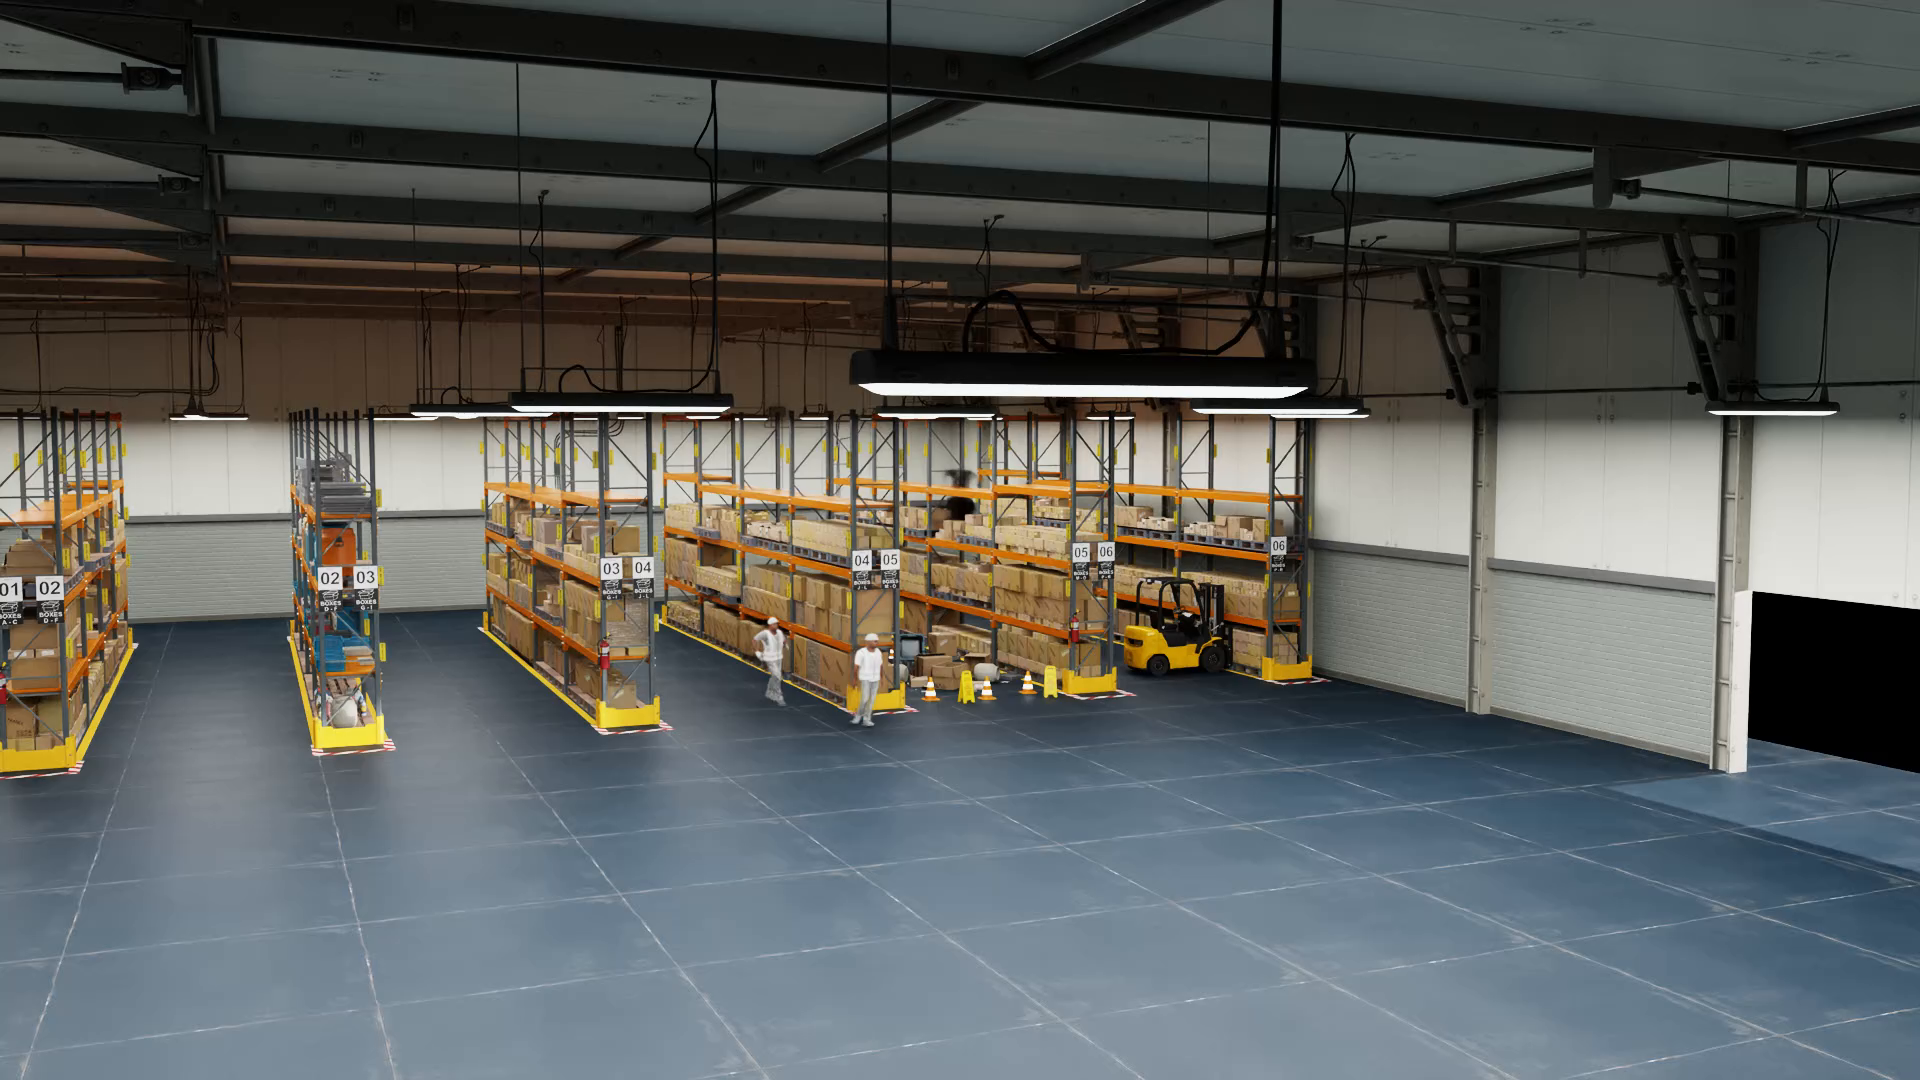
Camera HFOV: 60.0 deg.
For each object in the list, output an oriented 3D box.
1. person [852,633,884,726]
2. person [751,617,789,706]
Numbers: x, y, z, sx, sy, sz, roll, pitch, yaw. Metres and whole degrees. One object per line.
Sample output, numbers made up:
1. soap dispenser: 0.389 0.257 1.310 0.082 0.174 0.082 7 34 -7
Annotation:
1. person: -1.738 2.633 31.365 0.635 1.757 0.446 -3 5 -38
2. person: -3.835 2.477 33.841 0.720 1.844 0.786 3 5 41
